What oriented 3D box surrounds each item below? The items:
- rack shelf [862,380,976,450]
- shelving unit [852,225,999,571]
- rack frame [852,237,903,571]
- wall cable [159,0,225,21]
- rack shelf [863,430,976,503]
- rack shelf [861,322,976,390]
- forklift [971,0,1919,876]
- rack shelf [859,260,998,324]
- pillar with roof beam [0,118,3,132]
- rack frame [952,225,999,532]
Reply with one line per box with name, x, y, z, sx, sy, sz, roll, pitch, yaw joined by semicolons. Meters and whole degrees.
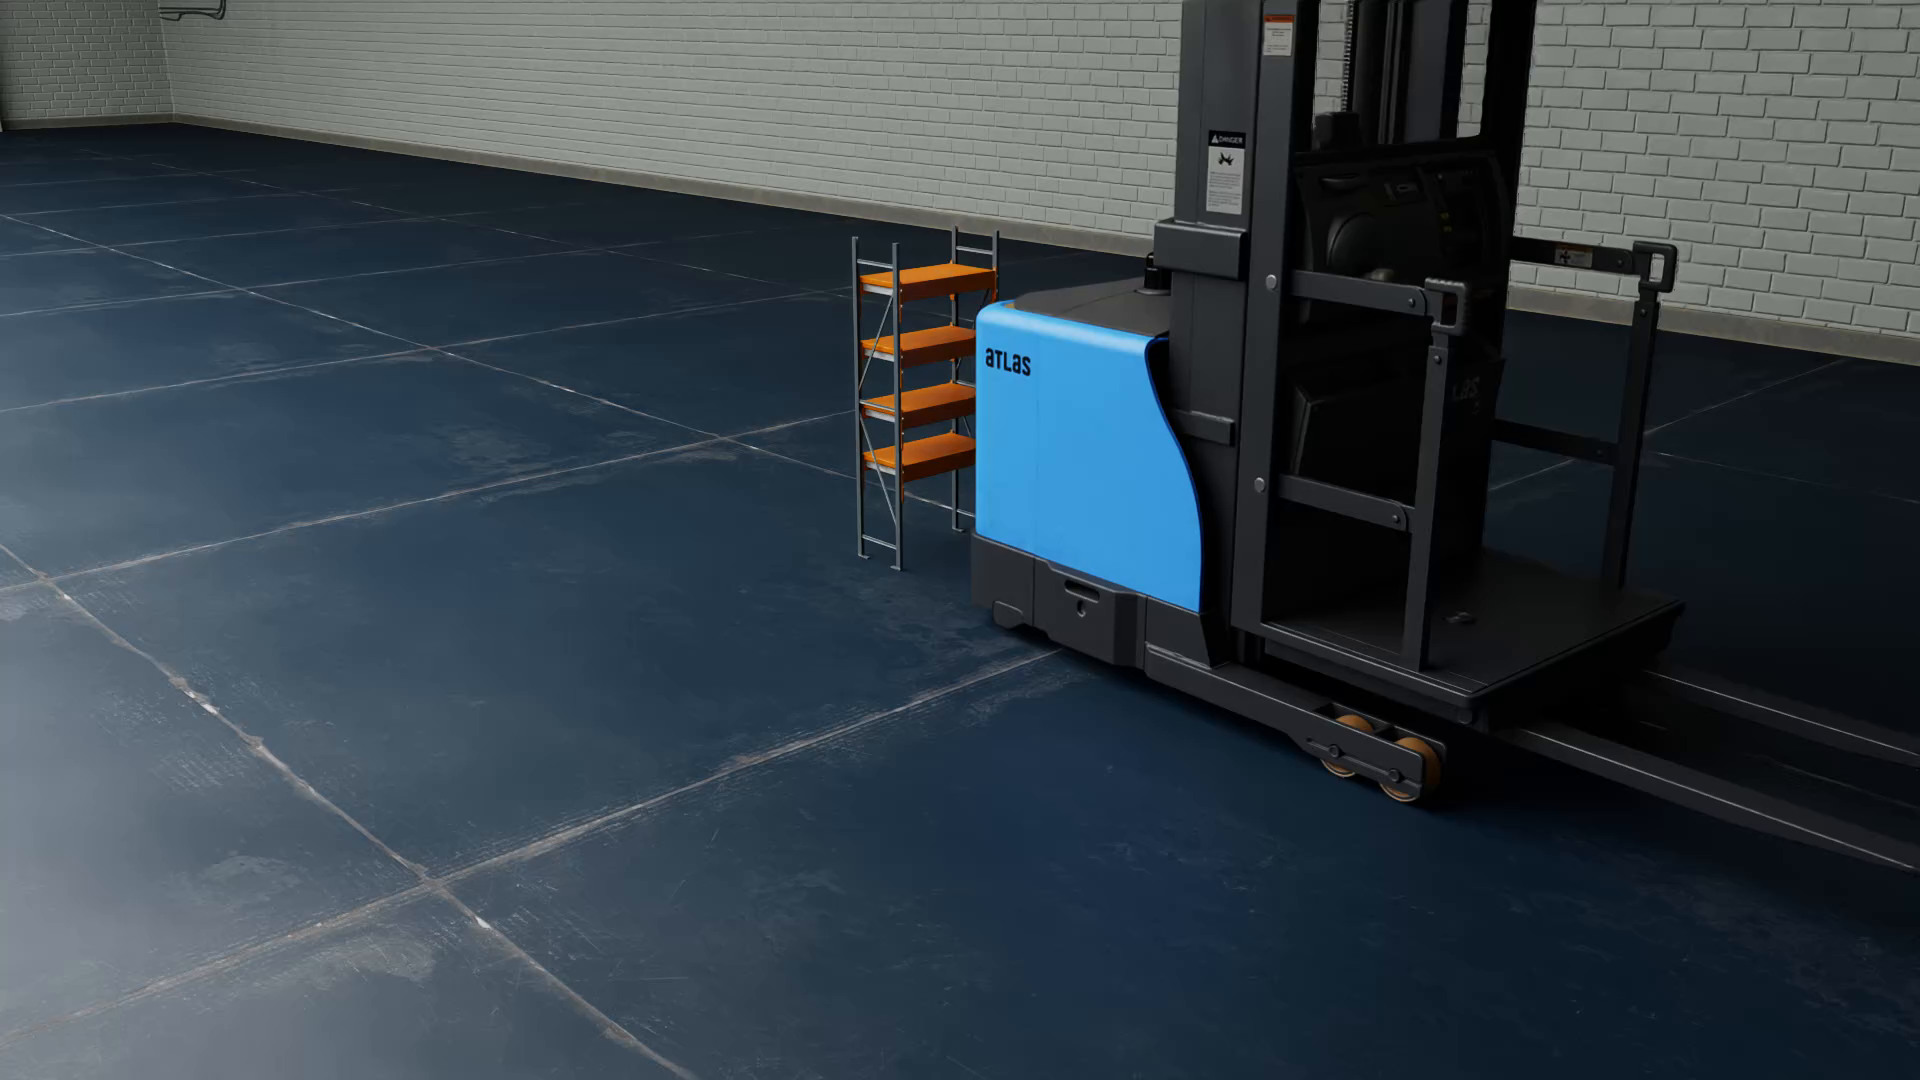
rack shelf;-0.120;-0.472;6.212;0.480;0.148;0.258;-16;24;-41
shelving unit;-0.120;-0.536;6.191;0.503;1.200;0.258;-16;24;-41
rack frame;-0.298;-0.484;6.032;0.015;1.200;0.240;-16;24;-41
wall cable;-12.620;-9.707;26.867;0.112;2.526;3.097;-16;24;-41
rack shelf;-0.120;-0.283;6.273;0.480;0.148;0.258;-16;24;-41
rack shelf;-0.120;-0.684;6.143;0.480;0.148;0.258;-16;24;-41
forklift;1.375;-0.882;4.454;1.130;2.935;3.031;-15;23;-38
rack shelf;-0.120;-0.909;6.070;0.480;0.148;0.258;-16;24;-41
pillar with roof beam;-12.711;-9.891;22.401;0.400;9.000;9.100;-16;24;-41
rack frame;0.057;-0.587;6.351;0.015;1.200;0.240;-16;24;-41
